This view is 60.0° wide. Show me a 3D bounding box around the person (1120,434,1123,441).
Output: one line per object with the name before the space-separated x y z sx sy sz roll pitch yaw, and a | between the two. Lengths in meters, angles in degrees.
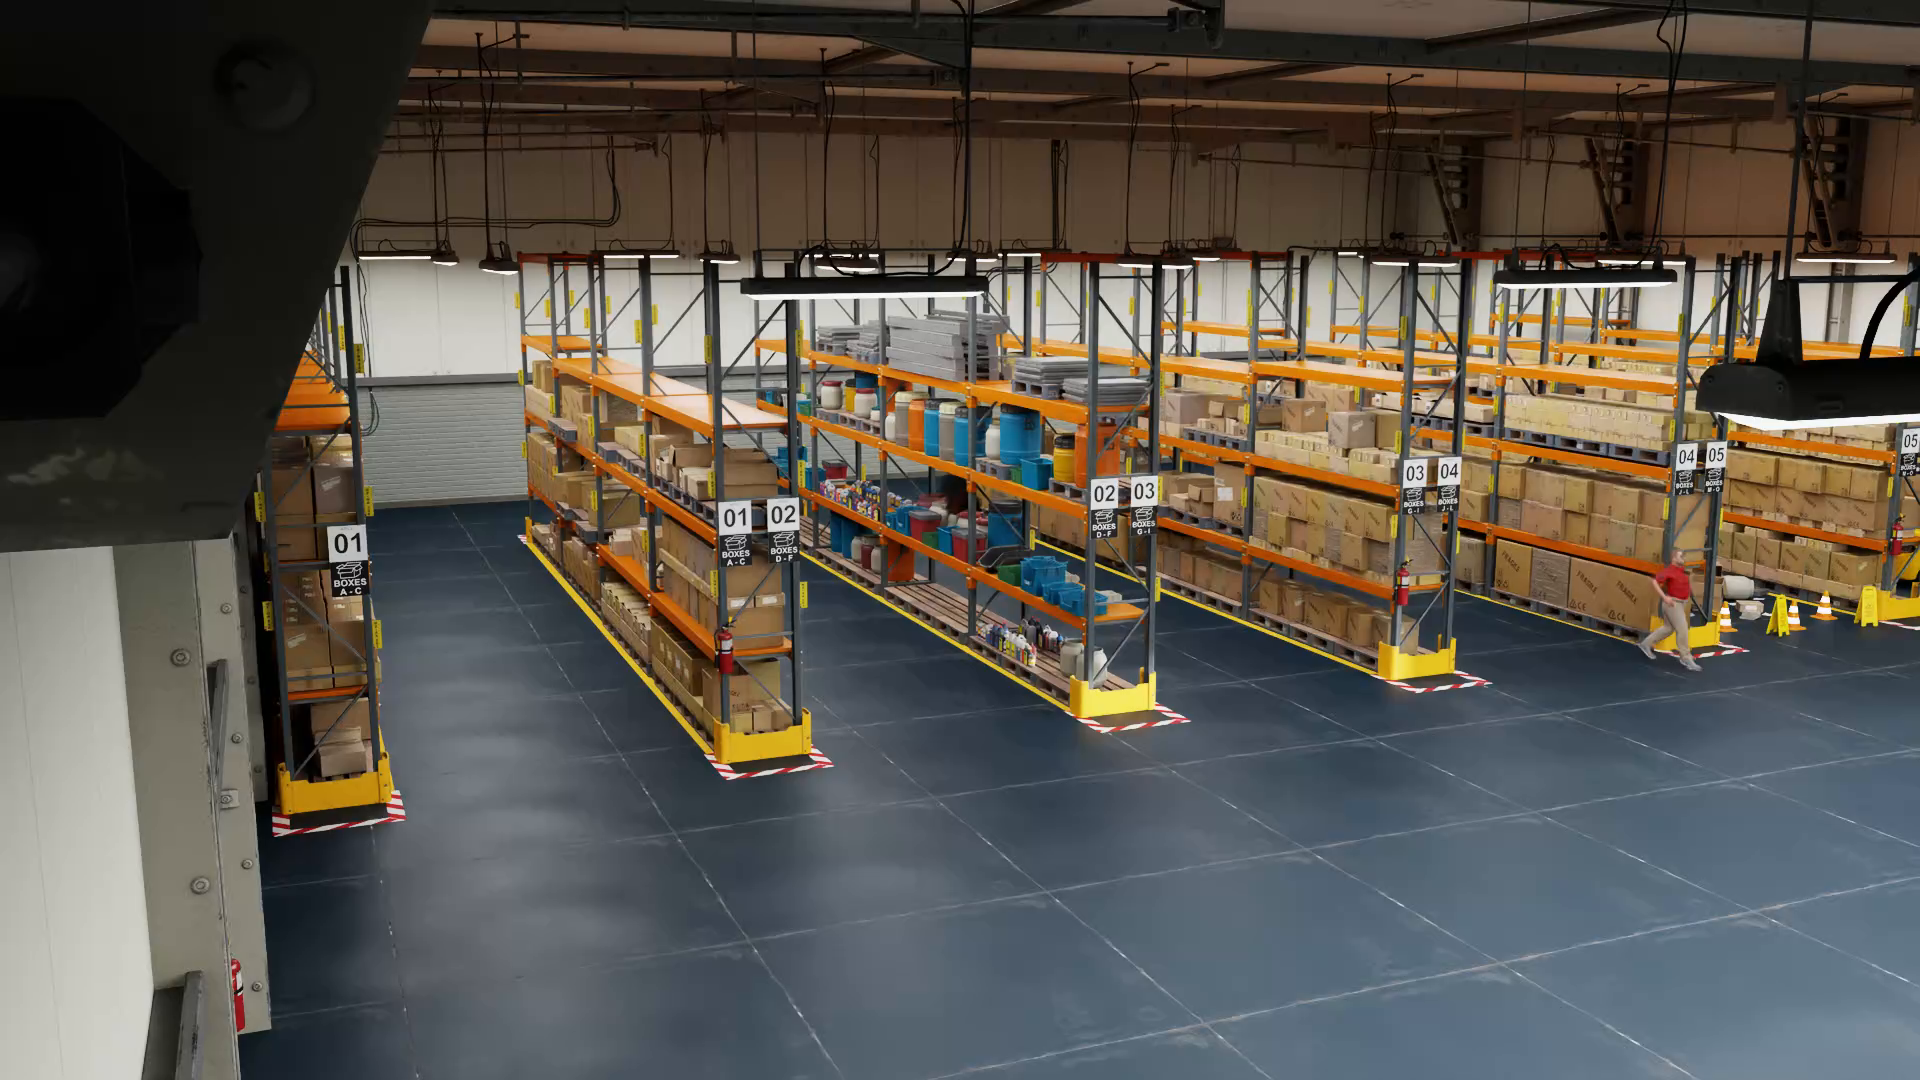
person | 3.730 -1.861 40.950 0.726 1.547 0.657 -8 13 -39

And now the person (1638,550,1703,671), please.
person | 10.626 1.016 24.744 0.941 1.756 0.718 7 12 32
